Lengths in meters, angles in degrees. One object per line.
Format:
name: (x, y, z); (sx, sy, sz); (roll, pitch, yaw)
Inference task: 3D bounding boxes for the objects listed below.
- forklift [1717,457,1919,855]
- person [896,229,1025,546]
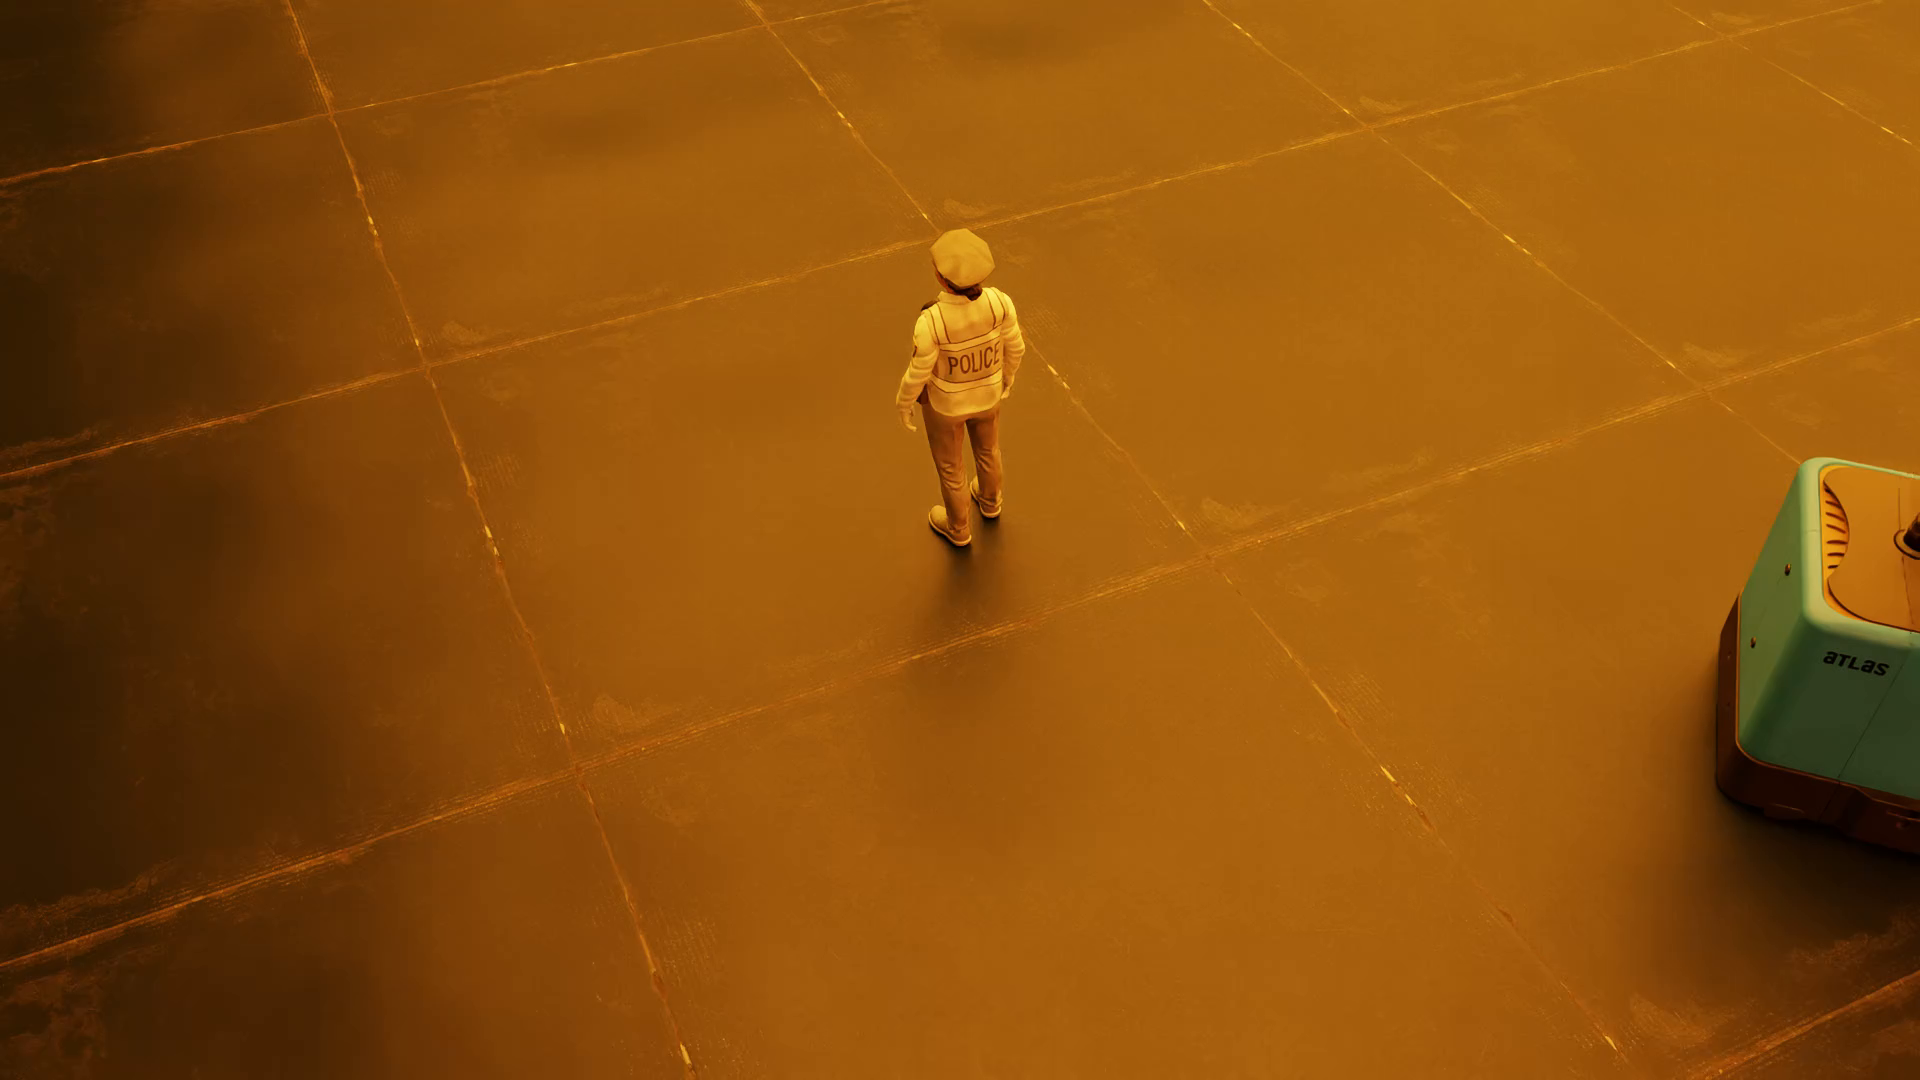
forklift: (4.617, 0.011, 5.668); (3.031, 2.935, 1.130); (14, 45, 14)
person: (-0.022, -0.668, 7.292); (0.588, 1.696, 0.533); (-18, 46, -18)
